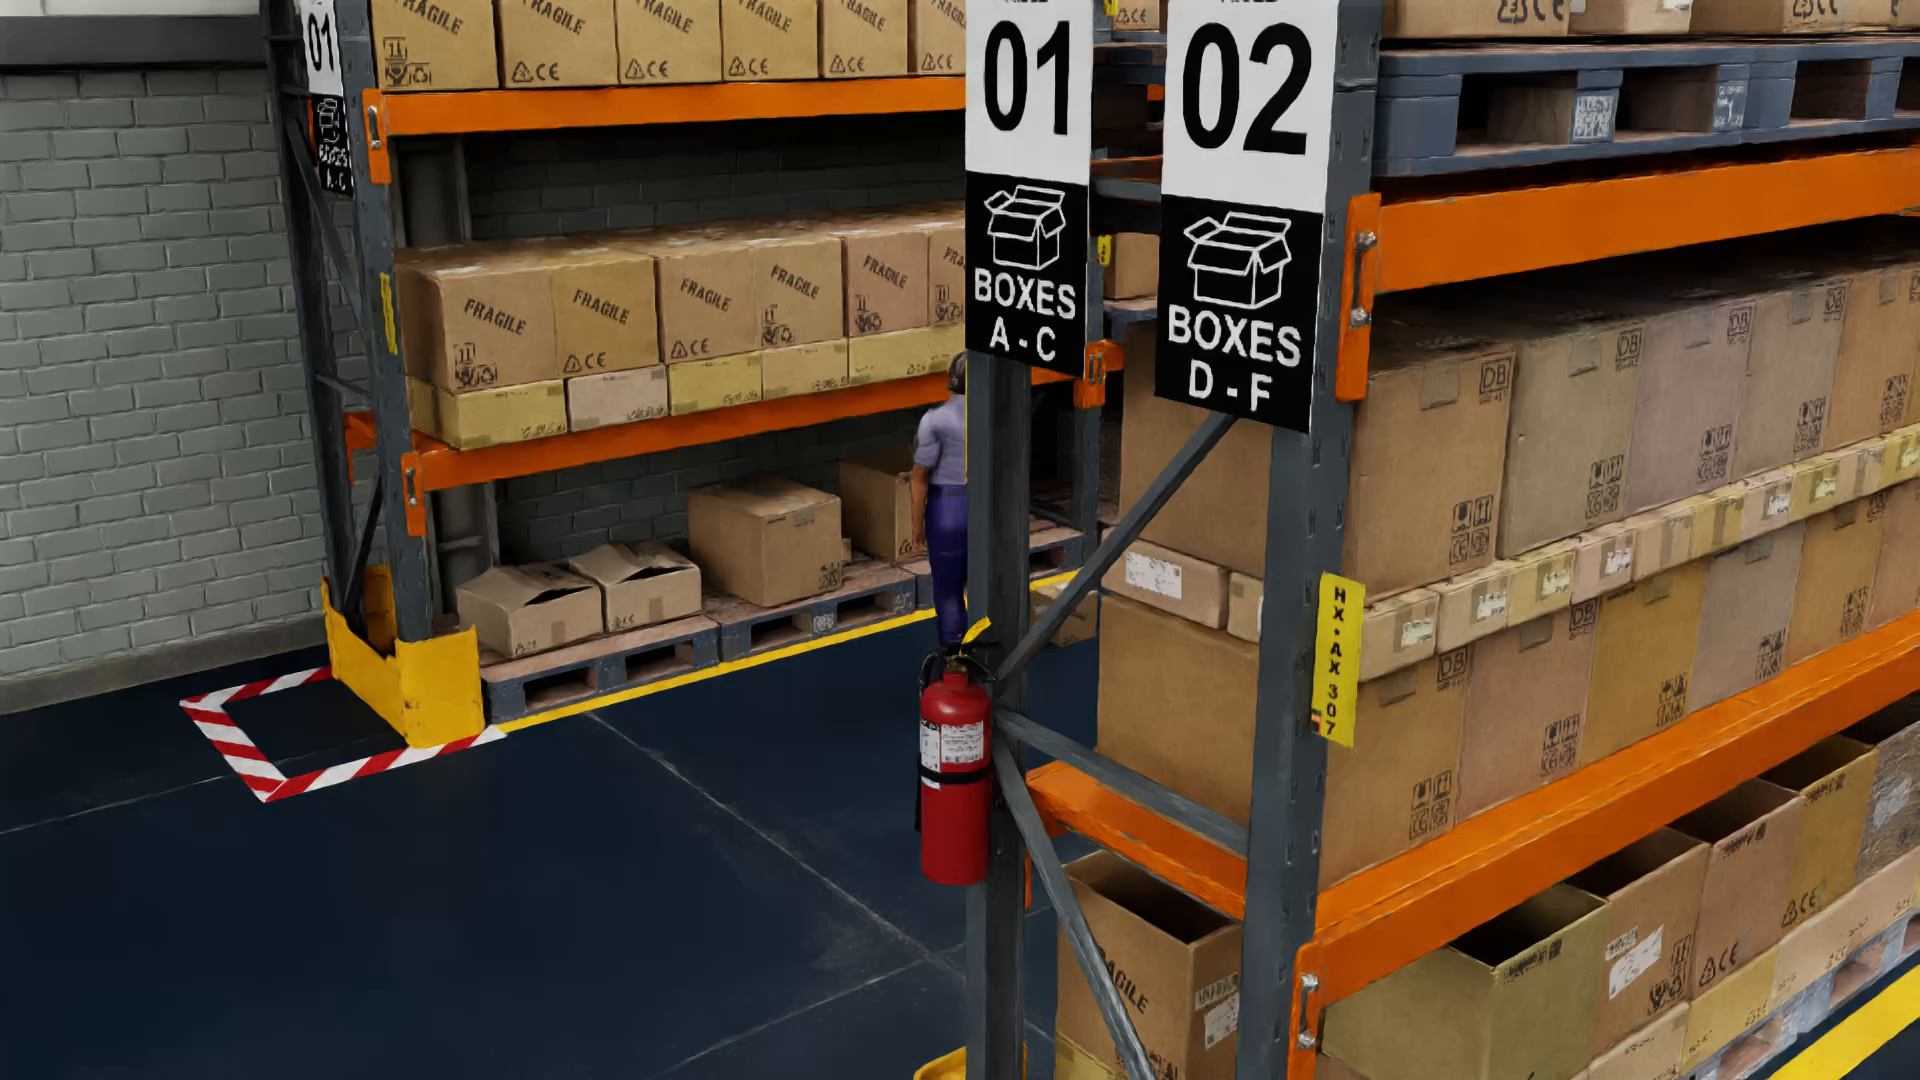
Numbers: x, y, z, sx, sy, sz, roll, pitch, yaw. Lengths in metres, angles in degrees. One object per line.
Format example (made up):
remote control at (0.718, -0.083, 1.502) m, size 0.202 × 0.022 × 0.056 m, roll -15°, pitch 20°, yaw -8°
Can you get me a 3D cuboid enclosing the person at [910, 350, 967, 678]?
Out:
person at (0.028, -0.113, 7.760) m, size 0.526 × 1.574 × 0.349 m, roll -3°, pitch 18°, yaw -10°
